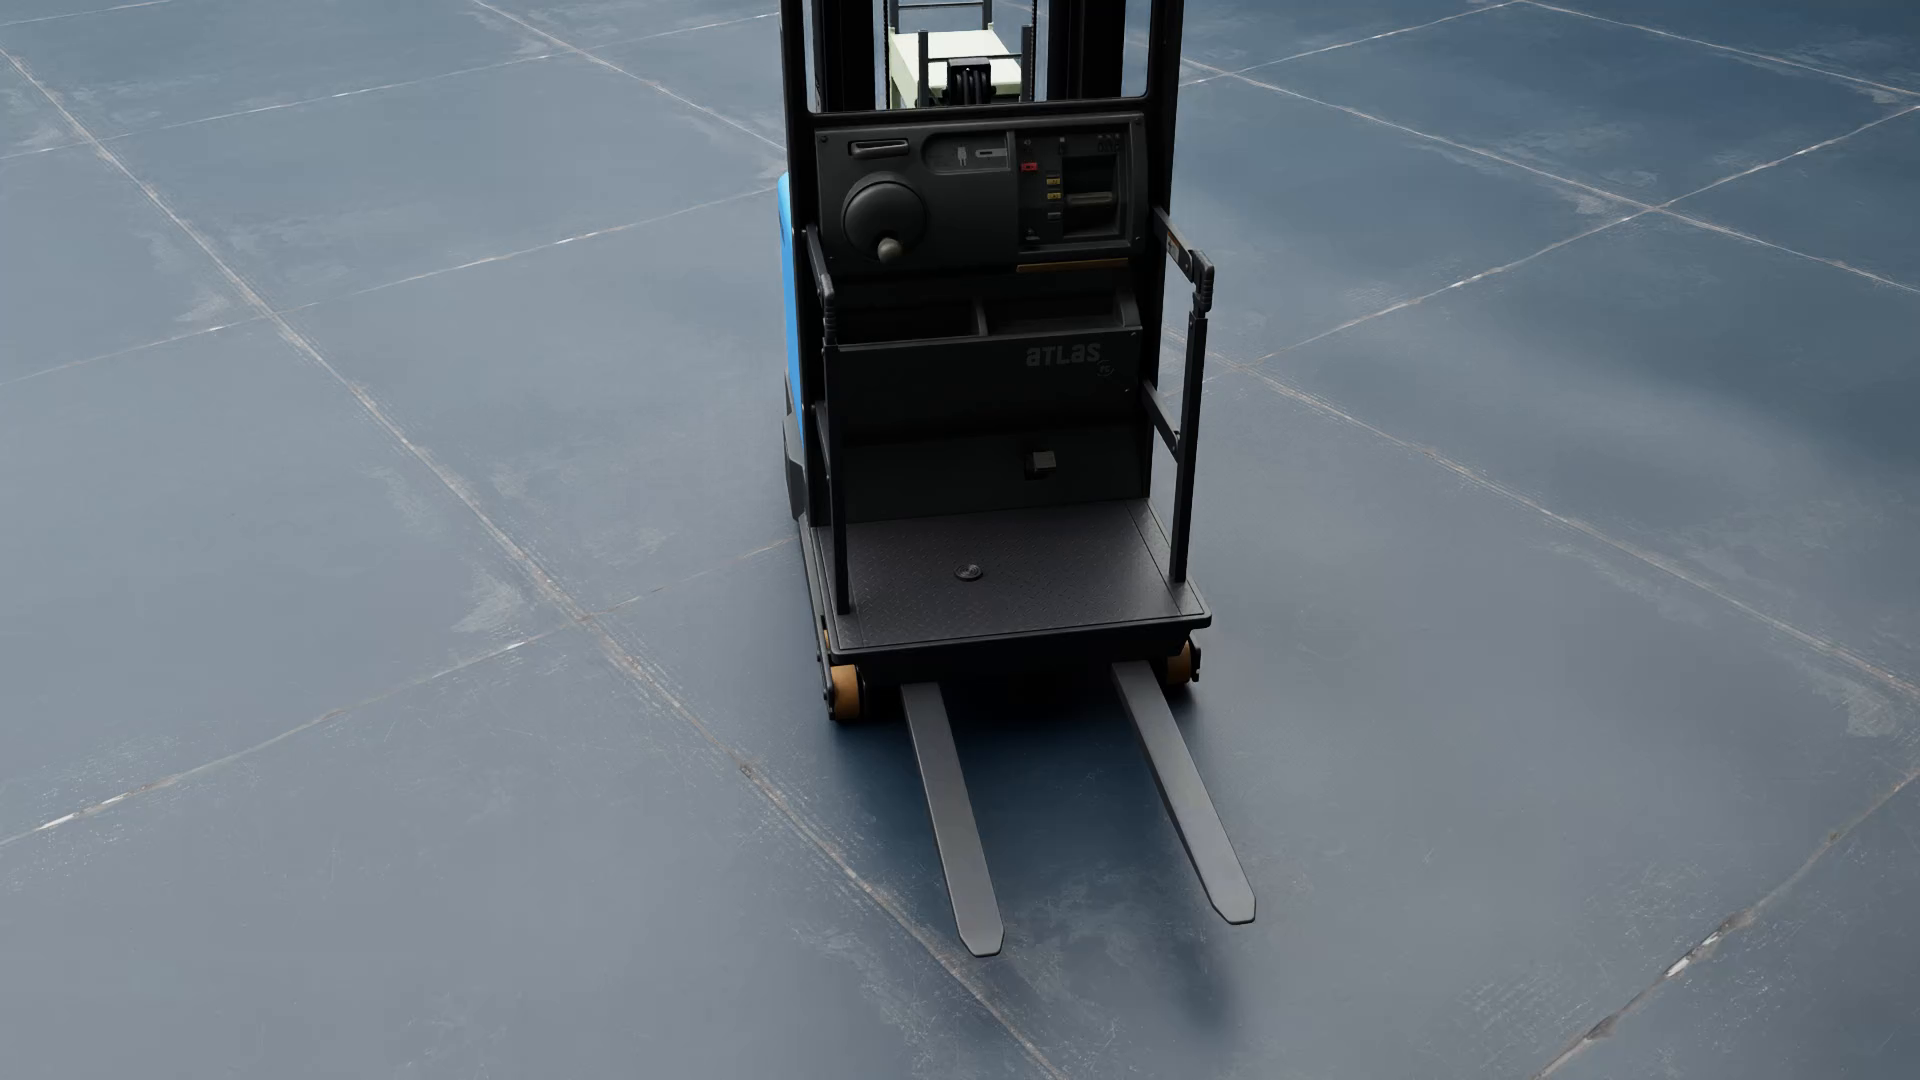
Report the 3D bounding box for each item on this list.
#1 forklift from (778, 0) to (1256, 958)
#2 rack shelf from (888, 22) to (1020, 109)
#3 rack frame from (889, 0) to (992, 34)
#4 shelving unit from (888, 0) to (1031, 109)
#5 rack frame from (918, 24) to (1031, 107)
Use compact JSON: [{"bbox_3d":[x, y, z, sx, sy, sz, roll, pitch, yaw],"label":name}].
[{"bbox_3d":[0.105,-0.922,4.456,1.130,2.935,3.031,-5,32,-8],"label":"forklift"},{"bbox_3d":[-0.012,-1.662,6.264,0.431,0.370,0.720,-5,32,-9],"label":"rack shelf"},{"bbox_3d":[-0.076,-1.520,6.776,0.400,1.500,0.023,-5,32,-9],"label":"rack frame"},{"bbox_3d":[-0.012,-1.330,6.470,0.431,1.500,0.755,-5,32,-9],"label":"shelving unit"},{"bbox_3d":[0.052,-1.140,6.164,0.400,1.500,0.023,-5,32,-9],"label":"rack frame"}]
